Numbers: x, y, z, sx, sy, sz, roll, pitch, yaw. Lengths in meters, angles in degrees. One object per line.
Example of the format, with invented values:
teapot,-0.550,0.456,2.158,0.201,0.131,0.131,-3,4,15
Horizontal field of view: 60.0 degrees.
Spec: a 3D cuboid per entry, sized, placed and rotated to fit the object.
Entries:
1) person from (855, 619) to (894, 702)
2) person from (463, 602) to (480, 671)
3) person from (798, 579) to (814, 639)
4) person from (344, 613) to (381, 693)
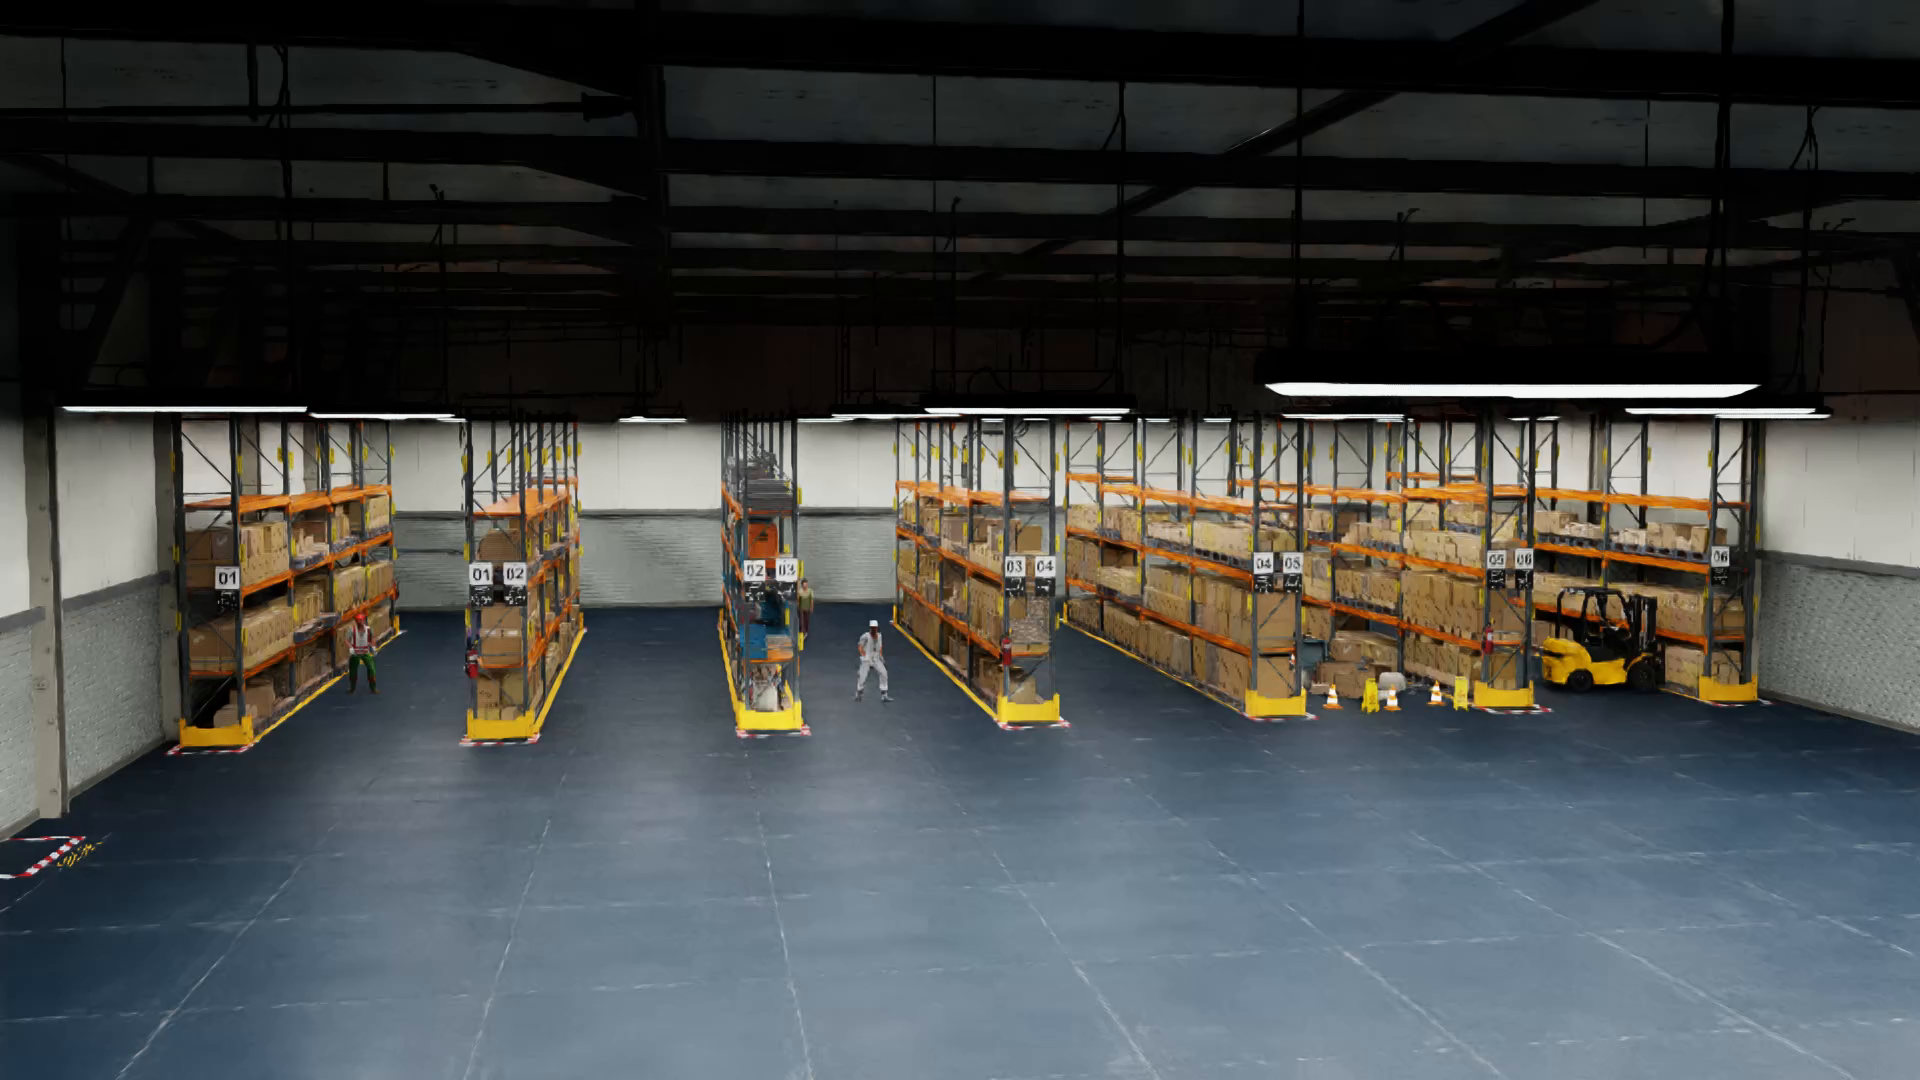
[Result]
person,-1.811,2.472,34.154,0.688,1.719,0.822,-2,4,-27
person,-11.344,2.227,38.526,0.450,1.599,0.467,2,4,21
person,-4.115,1.822,44.310,0.446,1.590,1.098,-1,4,-12
person,-12.706,2.393,35.277,0.686,1.716,0.838,-2,4,-25
